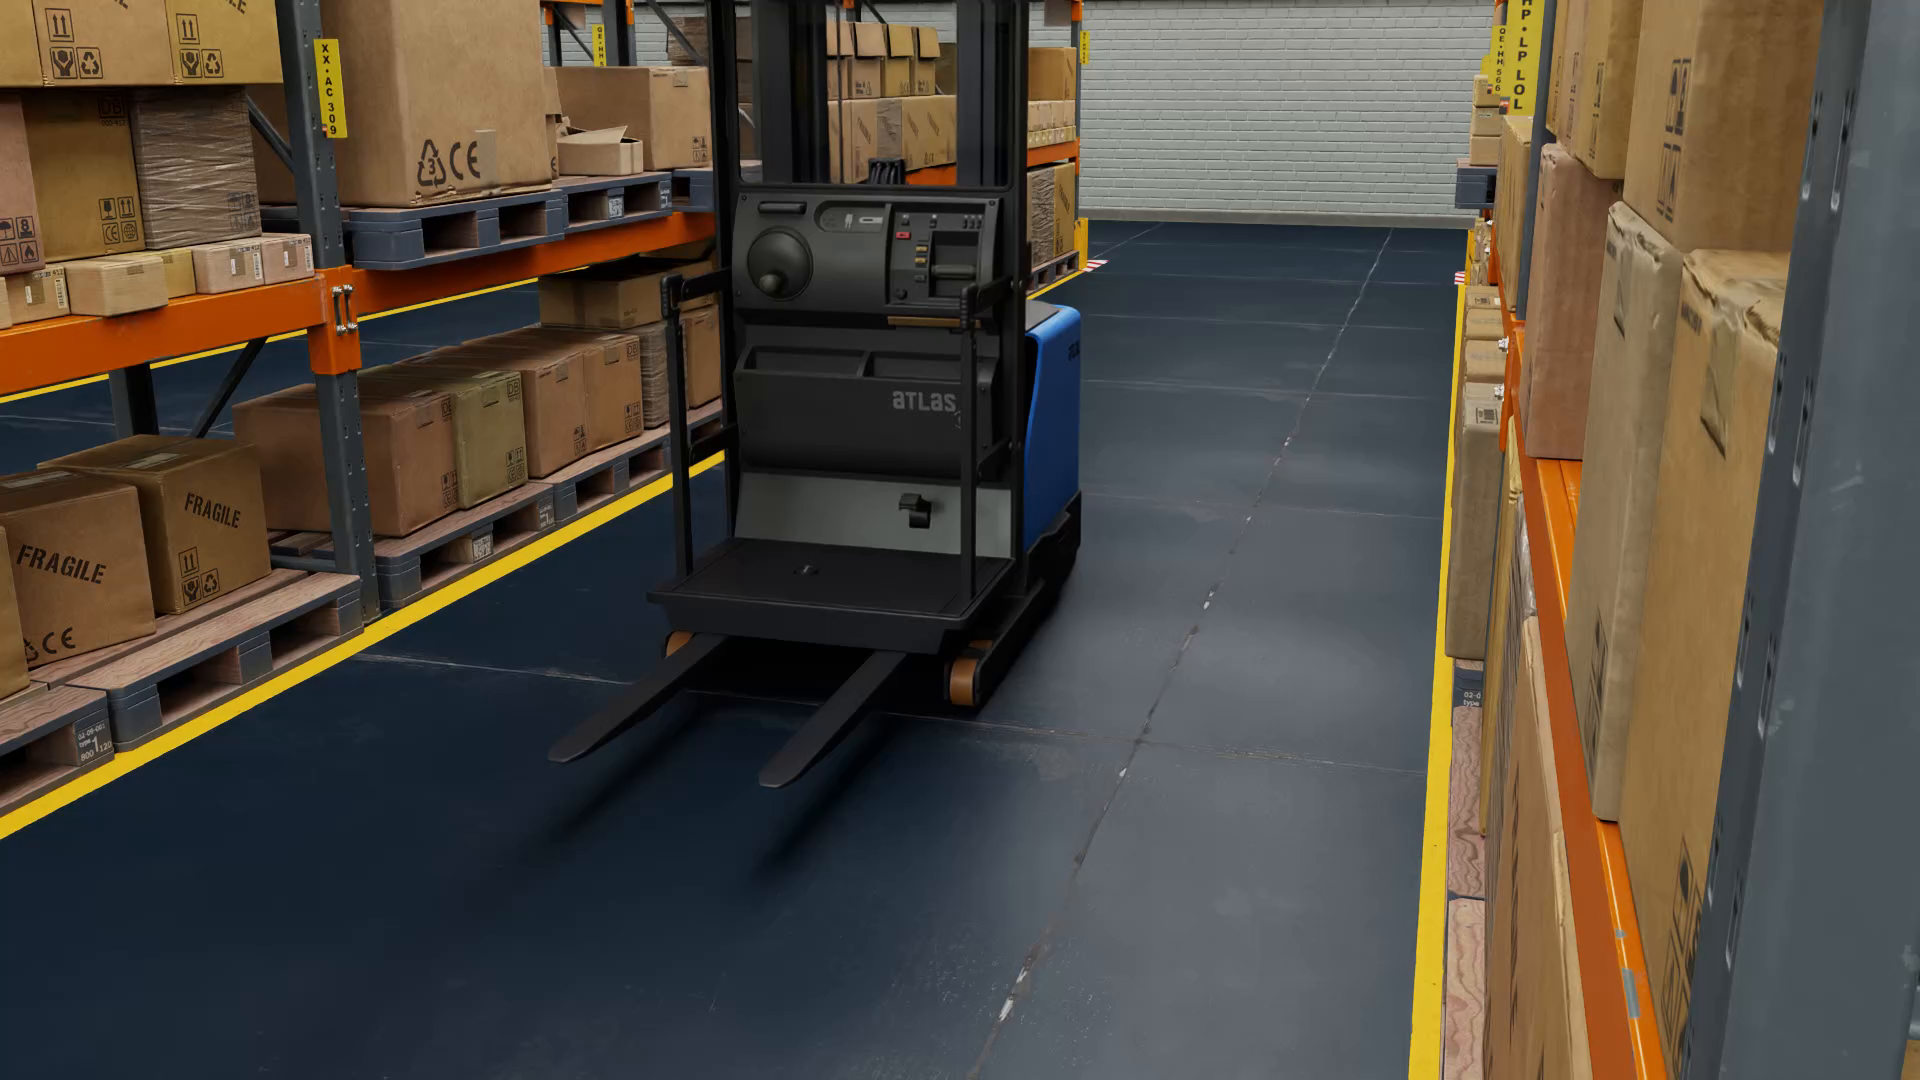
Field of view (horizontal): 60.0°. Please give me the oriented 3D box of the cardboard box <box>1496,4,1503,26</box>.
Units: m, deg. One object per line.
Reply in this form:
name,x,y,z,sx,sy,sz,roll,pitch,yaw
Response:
cardboard box,4.194,-3.667,12.200,0.500,0.500,0.500,4,16,14

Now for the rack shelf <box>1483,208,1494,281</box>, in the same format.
rack shelf,3.751,-1.981,10.136,1.077,0.370,4.000,5,16,16

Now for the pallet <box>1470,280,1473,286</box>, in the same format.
pallet,4.821,-2.008,14.021,1.003,0.211,1.213,5,16,16

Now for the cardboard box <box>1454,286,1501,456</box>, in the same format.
cardboard box,2.923,-0.772,7.906,1.050,0.750,0.750,4,16,15

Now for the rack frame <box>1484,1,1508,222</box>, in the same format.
rack frame,4.319,-2.851,11.883,1.000,3.000,0.127,5,16,16

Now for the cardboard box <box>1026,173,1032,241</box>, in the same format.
cardboard box,0.113,-2.844,14.982,0.875,0.875,0.875,5,16,16

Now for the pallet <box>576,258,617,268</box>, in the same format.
pallet,-4.291,-3.138,18.006,1.003,0.211,1.213,5,16,16

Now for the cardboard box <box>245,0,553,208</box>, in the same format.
cardboard box,-2.321,-1.856,6.508,1.000,1.000,1.000,5,17,16

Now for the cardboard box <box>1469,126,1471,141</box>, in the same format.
cardboard box,3.474,-2.594,10.669,0.380,0.149,0.250,4,16,13

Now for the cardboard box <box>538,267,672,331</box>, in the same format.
cardboard box,-1.847,-1.268,8.703,0.500,0.250,0.500,7,17,22

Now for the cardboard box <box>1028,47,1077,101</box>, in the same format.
cardboard box,0.843,-4.592,16.378,0.500,0.500,0.500,5,17,17

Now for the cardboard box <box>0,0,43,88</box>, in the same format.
cardboard box,-2.829,-1.440,4.350,0.500,0.500,0.500,5,16,16

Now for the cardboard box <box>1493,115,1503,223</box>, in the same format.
cardboard box,2.796,-1.756,7.839,0.500,0.500,0.500,5,17,16

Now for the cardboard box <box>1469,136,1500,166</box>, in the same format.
cardboard box,2.882,-2.050,8.751,0.380,0.149,0.250,5,17,17

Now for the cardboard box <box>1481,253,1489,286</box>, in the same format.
cardboard box,3.259,-1.497,9.546,0.500,0.250,0.500,5,17,17

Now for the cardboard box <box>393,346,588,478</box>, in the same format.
cardboard box,-2.173,-0.607,7.745,0.700,0.500,0.500,3,16,11

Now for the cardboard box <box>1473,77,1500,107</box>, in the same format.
cardboard box,2.882,-2.335,8.667,0.380,0.149,0.250,4,16,14

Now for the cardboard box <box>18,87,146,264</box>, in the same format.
cardboard box,-3.044,-1.119,5.049,0.875,0.500,0.500,5,16,16

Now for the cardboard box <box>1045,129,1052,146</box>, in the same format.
cardboard box,0.655,-3.801,15.695,0.380,0.149,0.250,4,16,15

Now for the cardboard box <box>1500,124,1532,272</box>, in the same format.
cardboard box,2.225,-1.227,5.977,0.500,0.500,0.500,5,17,16

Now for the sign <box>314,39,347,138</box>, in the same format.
sign,-2.158,-1.545,5.694,0.100,0.325,0.005,5,16,16

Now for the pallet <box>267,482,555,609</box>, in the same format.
pallet,-2.461,-0.031,7.052,1.003,0.211,1.213,5,16,16

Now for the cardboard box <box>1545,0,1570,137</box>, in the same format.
cardboard box,1.908,-1.256,4.005,0.875,0.550,0.550,5,16,16

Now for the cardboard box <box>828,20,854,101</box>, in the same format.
cardboard box,-1.133,-3.106,10.762,0.797,0.503,0.637,5,17,17

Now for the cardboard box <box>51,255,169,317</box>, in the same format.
cardboard box,-2.633,-0.769,5.005,0.380,0.149,0.250,5,16,16

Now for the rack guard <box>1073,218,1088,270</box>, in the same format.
rack guard,0.736,-3.112,17.385,1.175,0.500,0.348,5,16,16

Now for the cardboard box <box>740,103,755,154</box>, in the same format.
cardboard box,-1.145,-2.369,10.003,0.500,0.500,0.500,5,17,18

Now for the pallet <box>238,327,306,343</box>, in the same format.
pallet,-5.760,-1.785,13.237,1.003,0.211,1.213,5,16,16

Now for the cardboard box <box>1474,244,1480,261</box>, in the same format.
cardboard box,4.768,-2.557,14.756,0.380,0.149,0.250,5,17,18

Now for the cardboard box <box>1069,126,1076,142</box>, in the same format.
cardboard box,0.944,-4.069,16.637,0.380,0.149,0.250,5,17,17

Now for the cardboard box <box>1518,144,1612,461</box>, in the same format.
cardboard box,1.552,-0.455,3.160,0.875,0.550,0.550,5,16,16

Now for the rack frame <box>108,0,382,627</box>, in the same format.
rack frame,-2.681,-1.169,5.953,1.000,3.000,0.127,5,16,16

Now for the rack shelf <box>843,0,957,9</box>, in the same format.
rack shelf,-0.976,-3.835,11.176,1.077,0.370,4.000,5,16,16

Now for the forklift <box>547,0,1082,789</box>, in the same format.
forklift,-0.380,-0.983,5.424,1.130,2.935,3.031,4,16,15

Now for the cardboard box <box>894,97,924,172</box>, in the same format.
cardboard box,-0.567,-2.900,11.874,0.500,0.500,0.500,4,16,15

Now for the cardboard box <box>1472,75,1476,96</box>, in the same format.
cardboard box,3.766,-3.151,11.541,0.380,0.149,0.250,6,17,19

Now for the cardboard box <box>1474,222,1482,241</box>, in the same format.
cardboard box,4.824,-2.766,14.948,0.380,0.149,0.250,5,16,16

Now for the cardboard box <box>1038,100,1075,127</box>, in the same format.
cardboard box,0.846,-4.232,16.482,0.500,0.250,0.500,4,16,15

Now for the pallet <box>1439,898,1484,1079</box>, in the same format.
pallet,1.410,1.097,3.075,1.003,0.211,1.213,5,16,16

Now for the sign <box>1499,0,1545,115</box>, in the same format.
sign,1.523,-1.316,4.496,0.100,0.325,0.005,5,16,16

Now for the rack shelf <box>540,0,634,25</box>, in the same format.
rack shelf,-4.588,-5.266,16.220,1.077,0.370,4.000,5,16,16

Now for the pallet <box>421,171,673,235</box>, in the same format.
pallet,-2.067,-1.602,7.832,1.003,0.211,1.213,5,16,16

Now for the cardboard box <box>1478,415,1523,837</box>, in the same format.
cardboard box,1.800,0.222,4.175,0.875,0.875,0.875,5,17,17

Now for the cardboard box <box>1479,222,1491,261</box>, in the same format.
cardboard box,3.856,-2.038,11.455,0.500,0.250,0.500,4,16,13

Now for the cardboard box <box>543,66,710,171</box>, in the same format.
cardboard box,-1.722,-2.167,8.520,0.700,0.500,0.500,7,17,24
